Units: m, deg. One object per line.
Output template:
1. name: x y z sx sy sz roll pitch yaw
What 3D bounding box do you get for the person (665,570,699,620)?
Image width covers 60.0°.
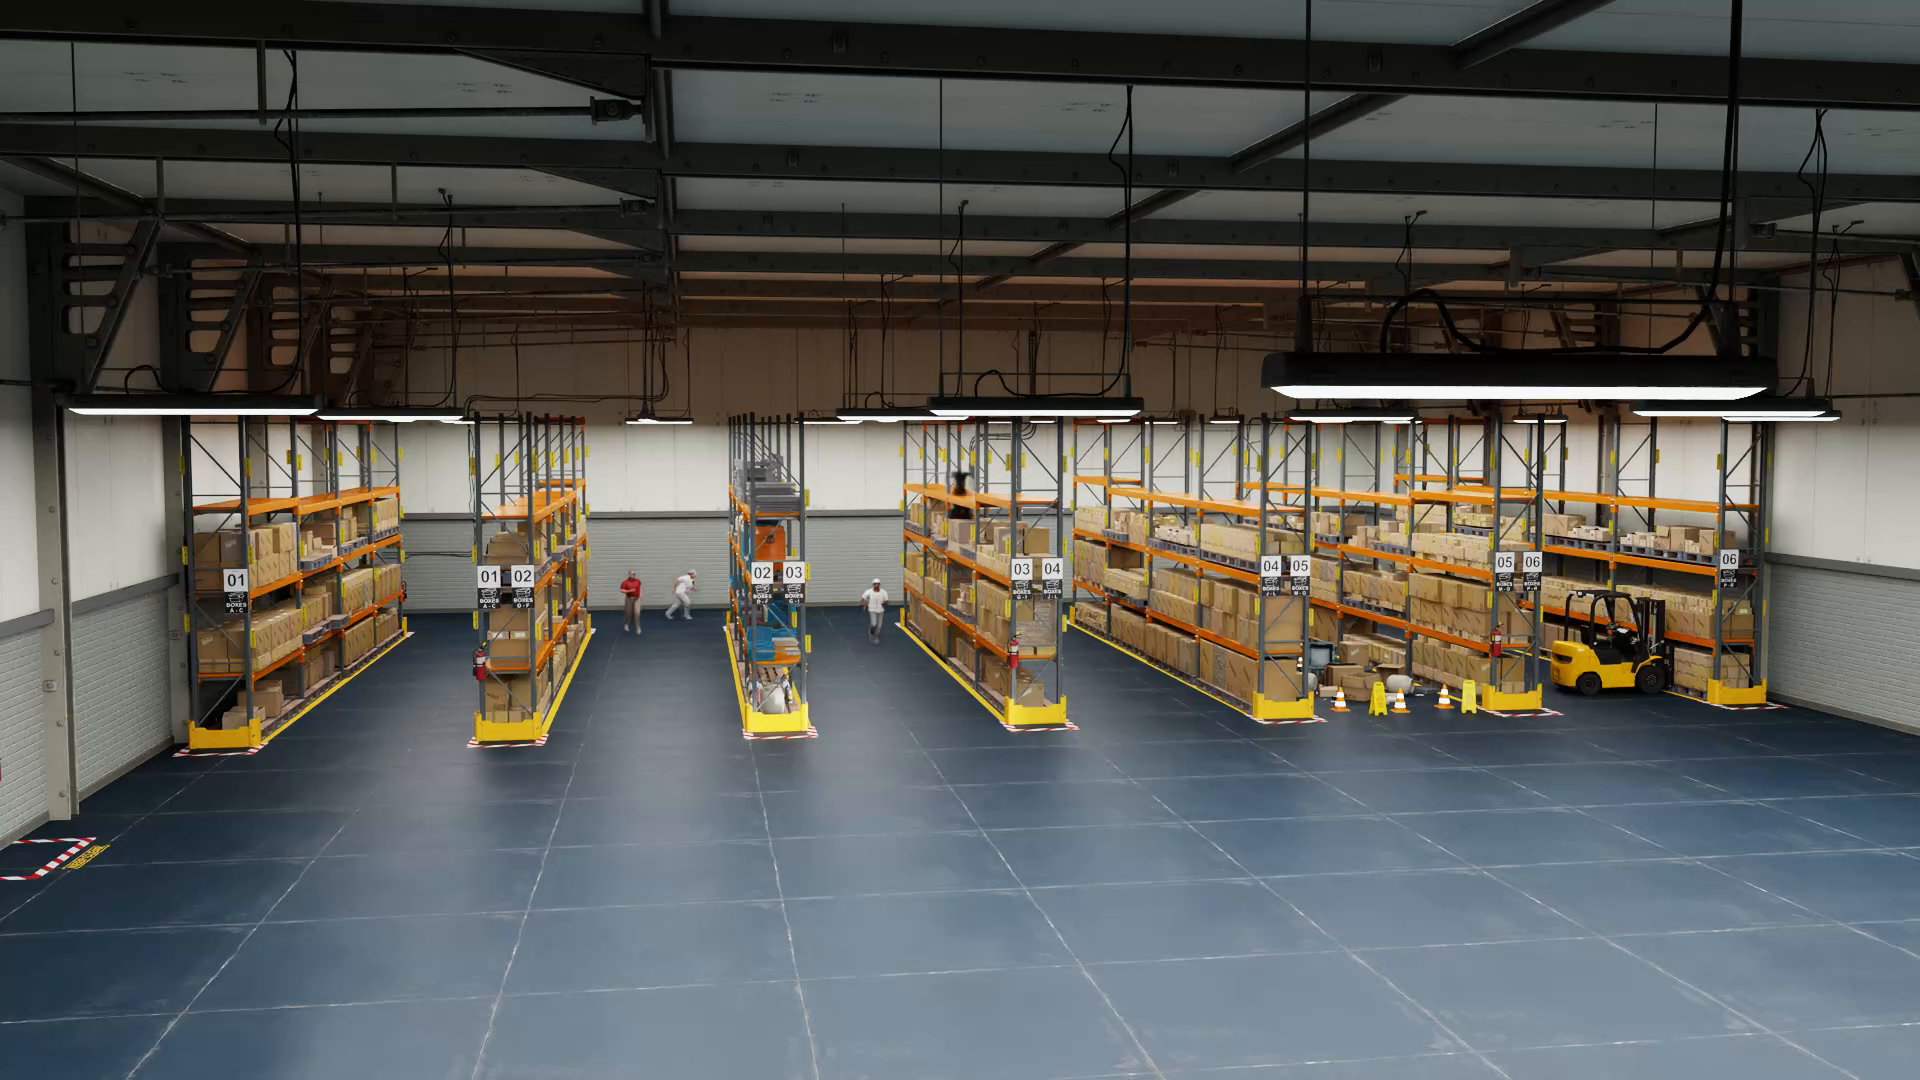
1. person: -8.257 1.616 49.295 1.055 1.495 0.630 1 4 16

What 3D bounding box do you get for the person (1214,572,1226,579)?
1. person: 8.075 1.439 51.430 0.725 1.567 0.540 -2 4 -23

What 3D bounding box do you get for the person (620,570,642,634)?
1. person: -9.089 1.703 46.020 0.662 1.735 0.966 -2 4 -27

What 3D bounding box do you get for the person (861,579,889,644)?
1. person: -2.198 1.874 43.615 0.691 1.721 0.639 -1 4 -13
